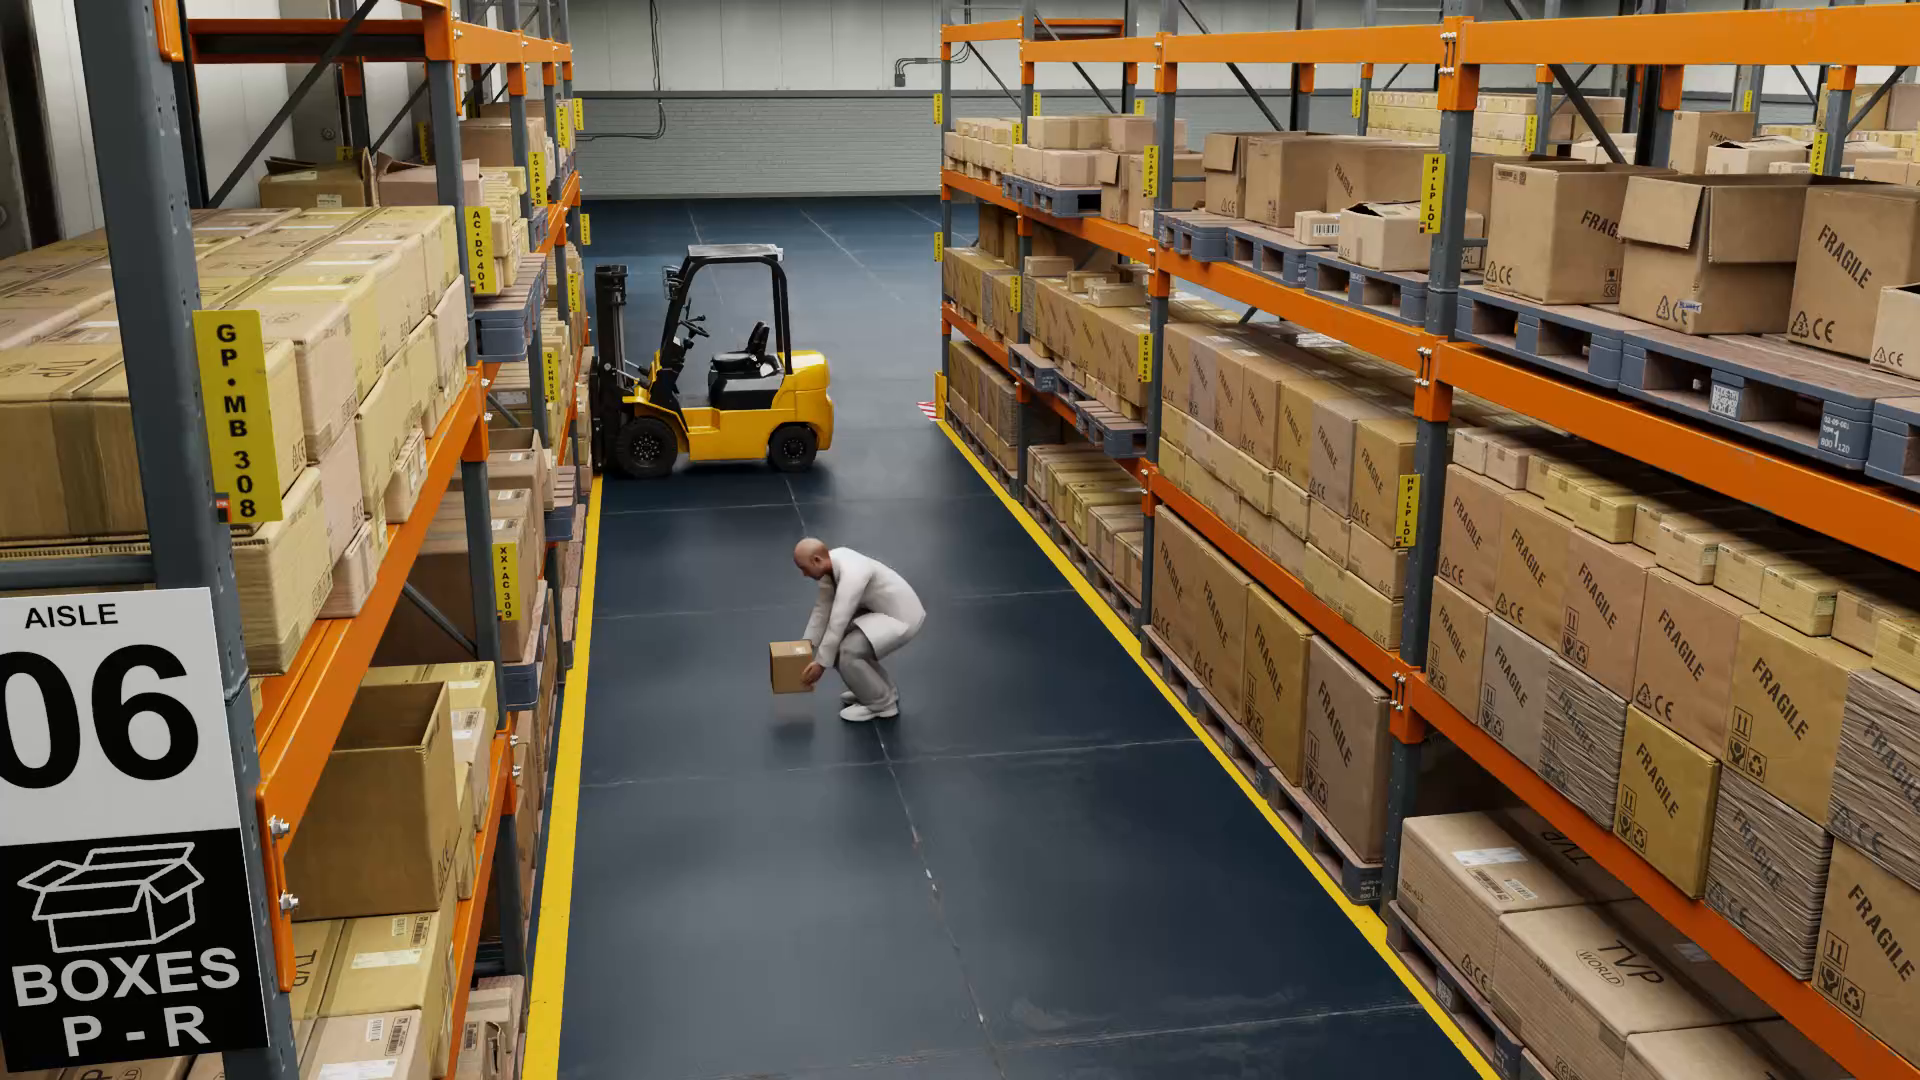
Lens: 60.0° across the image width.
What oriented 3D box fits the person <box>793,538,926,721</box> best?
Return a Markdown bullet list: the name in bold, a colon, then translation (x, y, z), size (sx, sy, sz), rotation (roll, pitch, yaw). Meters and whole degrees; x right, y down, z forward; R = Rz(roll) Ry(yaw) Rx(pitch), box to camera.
- **person**: translation (-0.625, 0.574, 10.353), size (0.835, 1.069, 0.623), rotation (-3, 16, -11)
